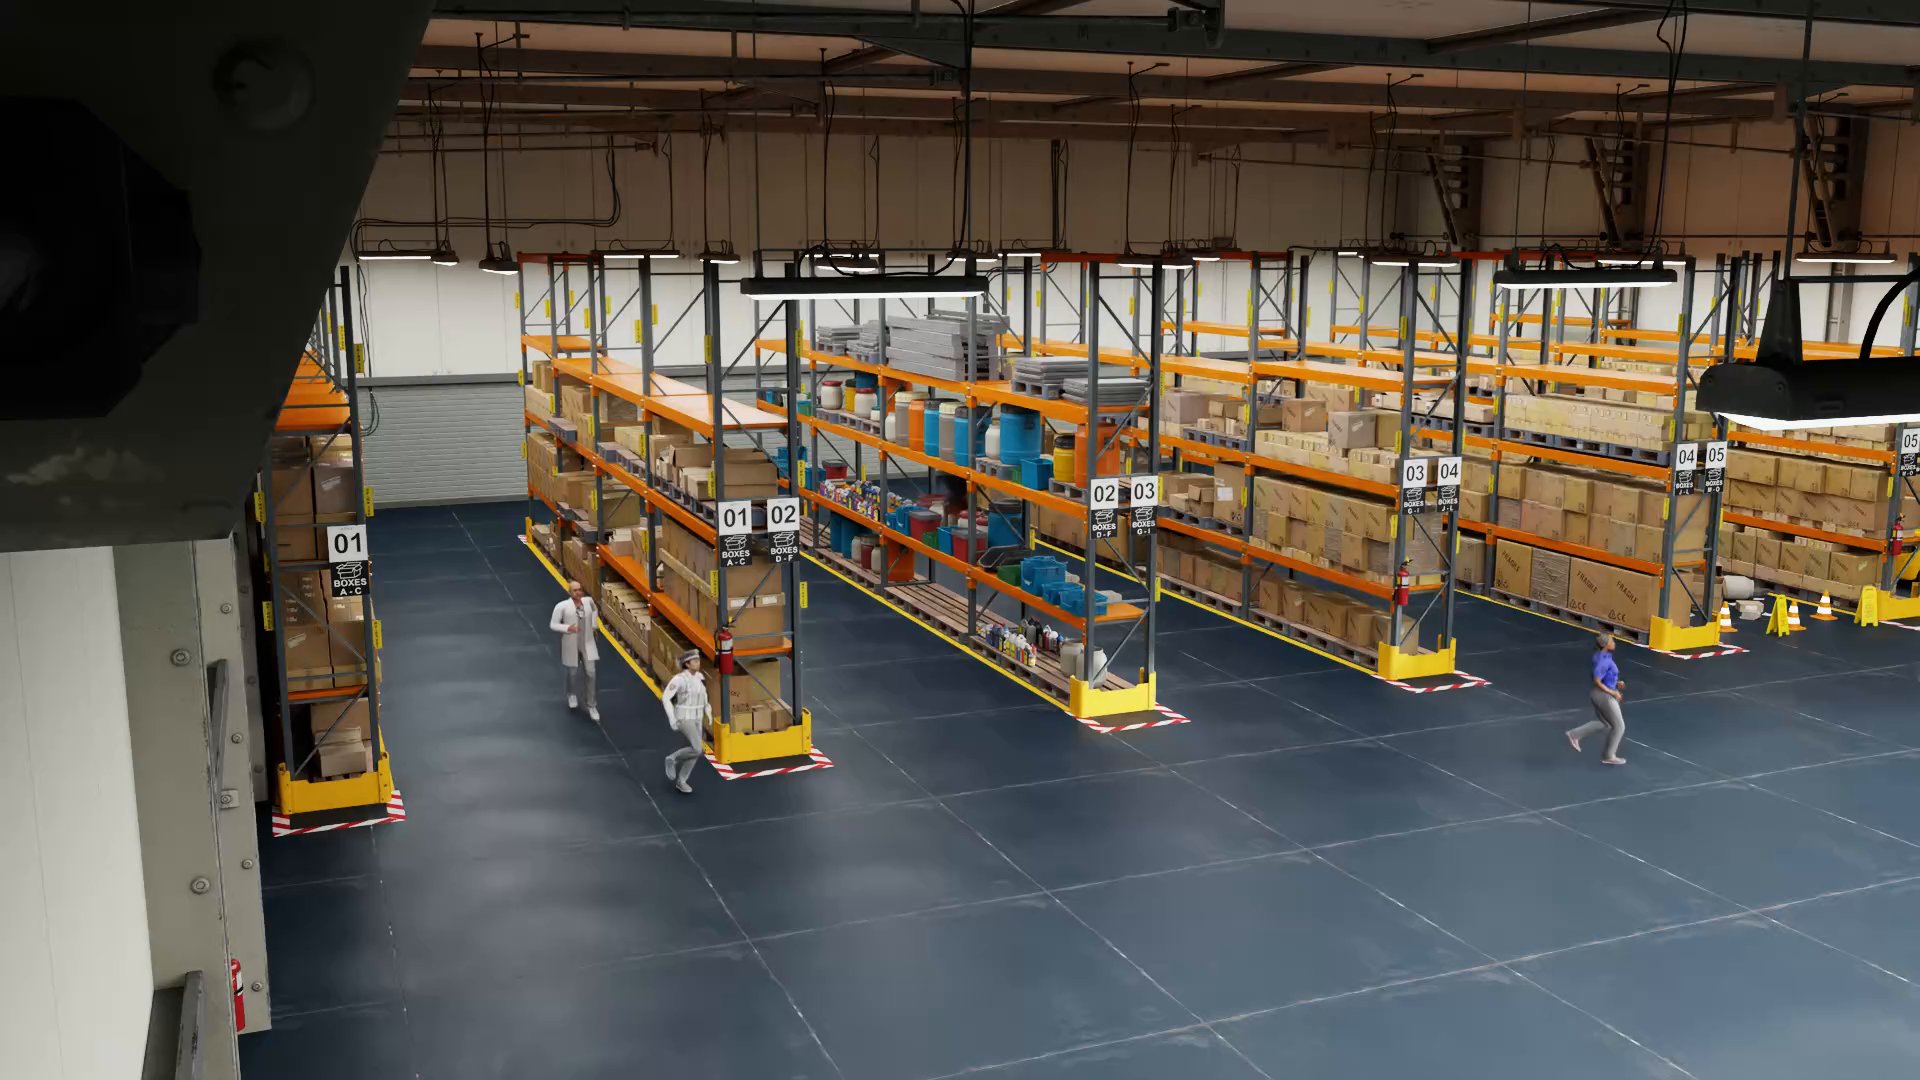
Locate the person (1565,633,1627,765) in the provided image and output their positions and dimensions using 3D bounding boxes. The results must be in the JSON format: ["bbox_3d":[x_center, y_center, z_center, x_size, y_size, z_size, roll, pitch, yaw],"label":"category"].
[{"bbox_3d":[7.735,1.915,20.099,0.700,1.608,0.581,2,11,11],"label":"person"}]

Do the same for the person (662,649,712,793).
[{"bbox_3d":[-3.091,2.065,19.251,0.502,1.619,0.639,7,13,34],"label":"person"}]

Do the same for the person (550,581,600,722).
[{"bbox_3d":[-5.109,1.445,22.160,0.696,1.812,0.950,-5,11,-25],"label":"person"}]
